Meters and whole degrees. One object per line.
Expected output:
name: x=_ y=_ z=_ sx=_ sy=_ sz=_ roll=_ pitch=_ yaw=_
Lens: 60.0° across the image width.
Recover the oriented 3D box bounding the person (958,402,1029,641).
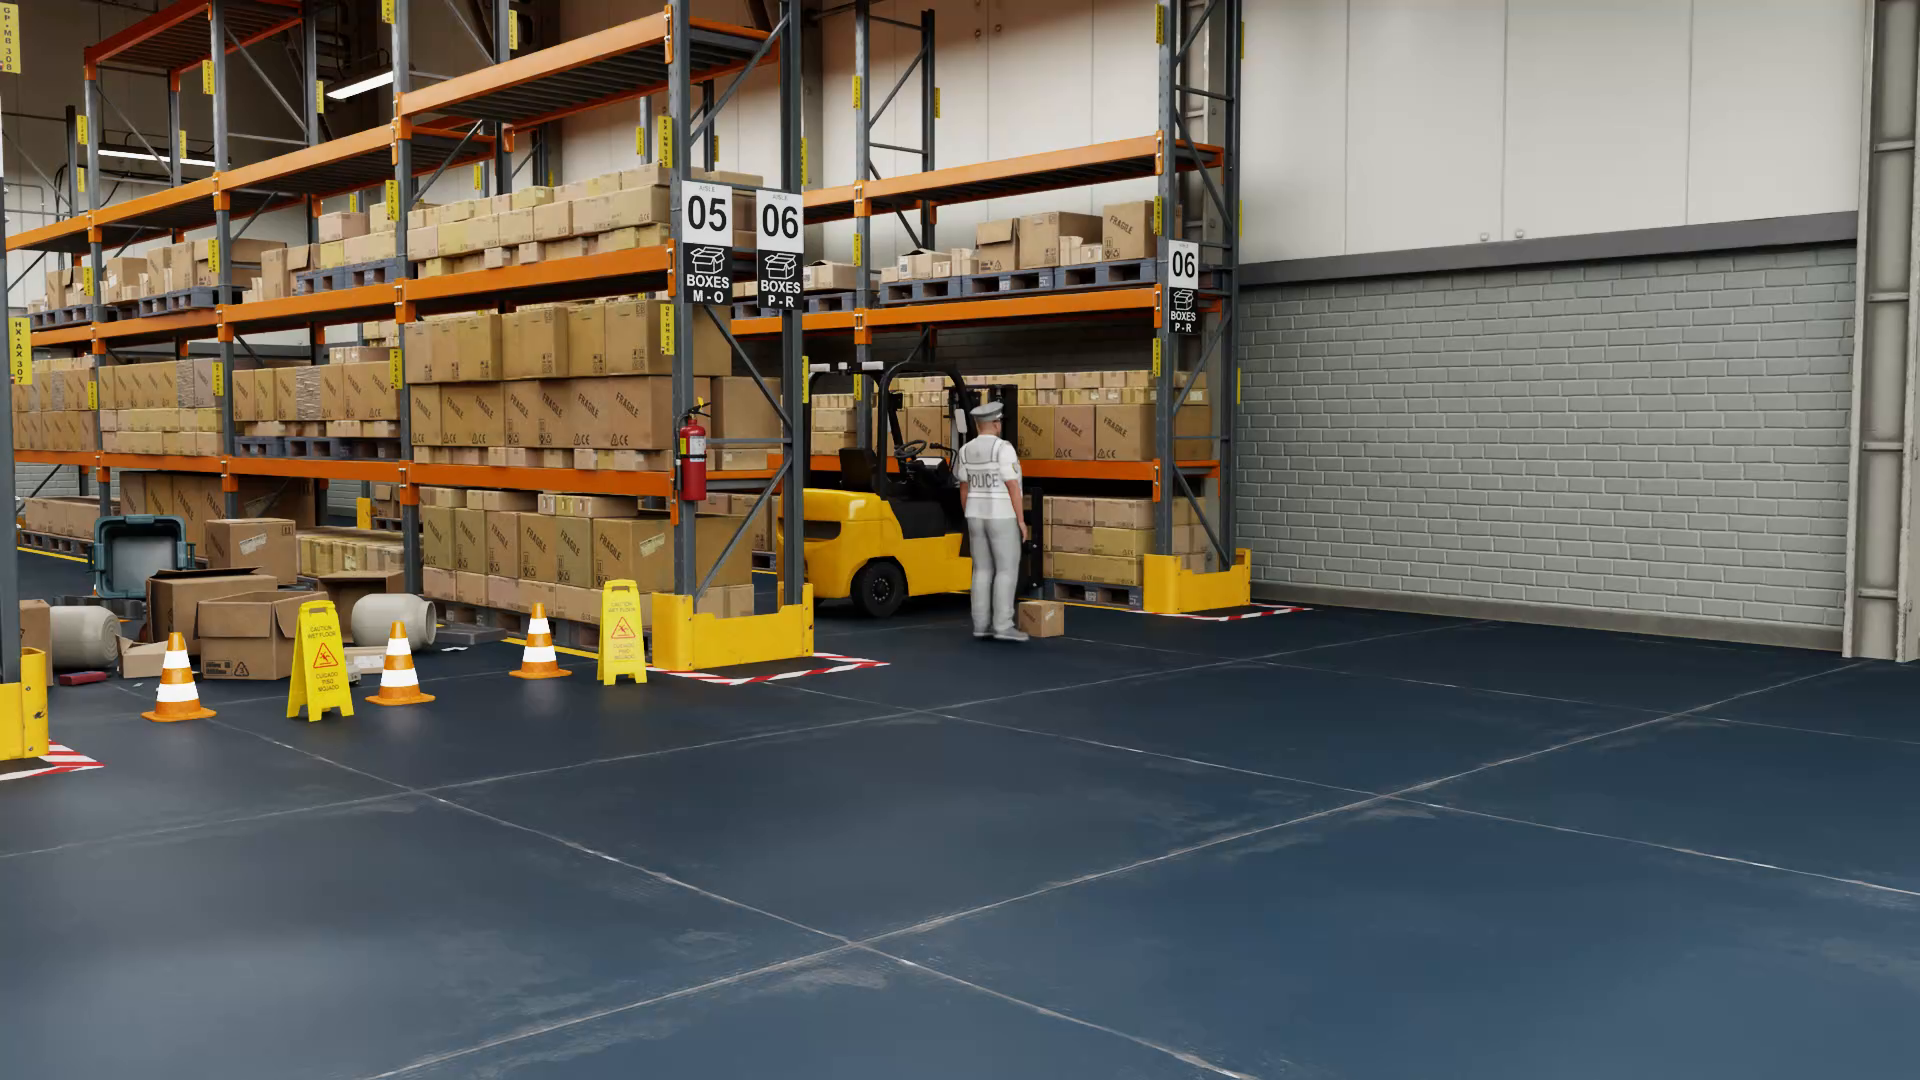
person: x=0.255 y=-0.144 z=12.458 sx=0.550 sy=1.784 sz=0.403 roll=3 pitch=5 yaw=40
